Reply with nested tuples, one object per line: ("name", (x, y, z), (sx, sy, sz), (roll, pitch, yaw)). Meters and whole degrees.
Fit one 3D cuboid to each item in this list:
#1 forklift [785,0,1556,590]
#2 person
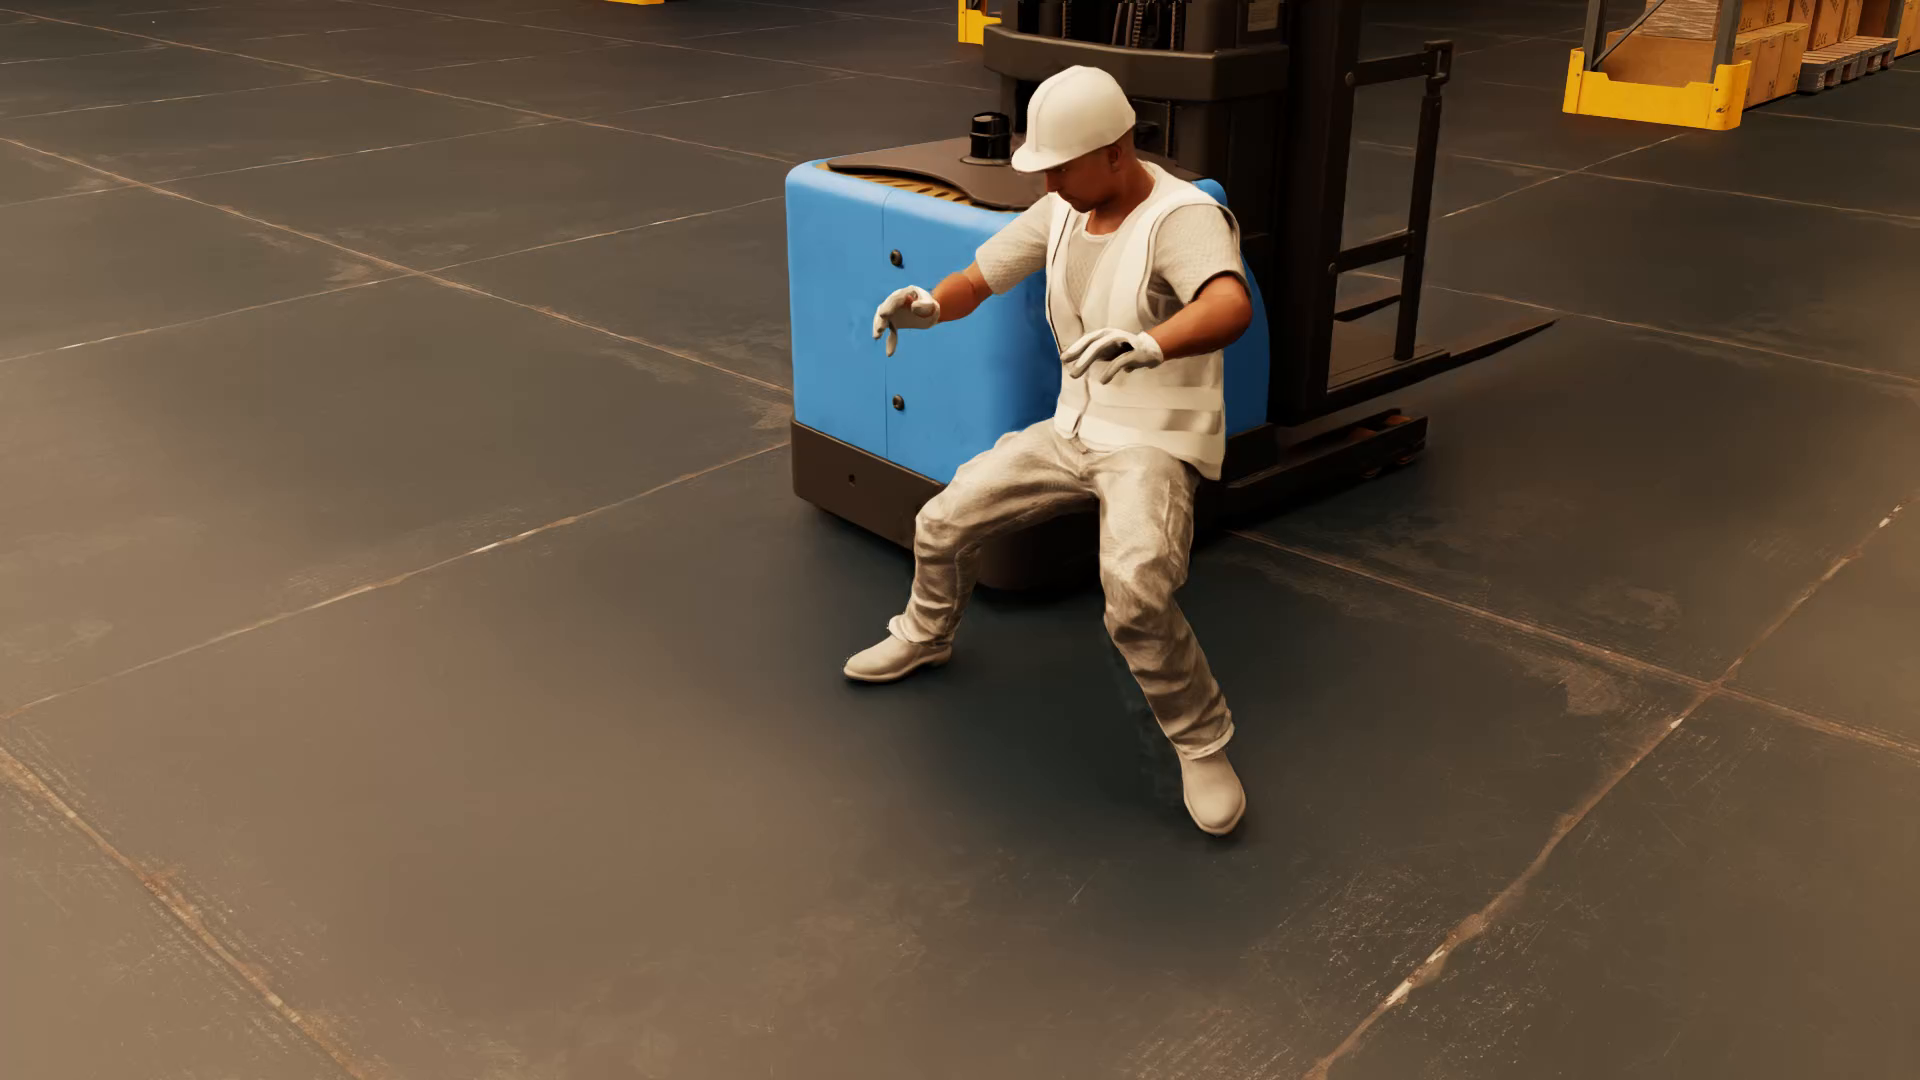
("forklift", (0.922, -1.682, 5.162), (3.031, 2.935, 1.130), (-19, 30, -37))
("person", (0.220, -0.234, 3.602), (0.737, 1.527, 1.132), (-13, 27, -28))
